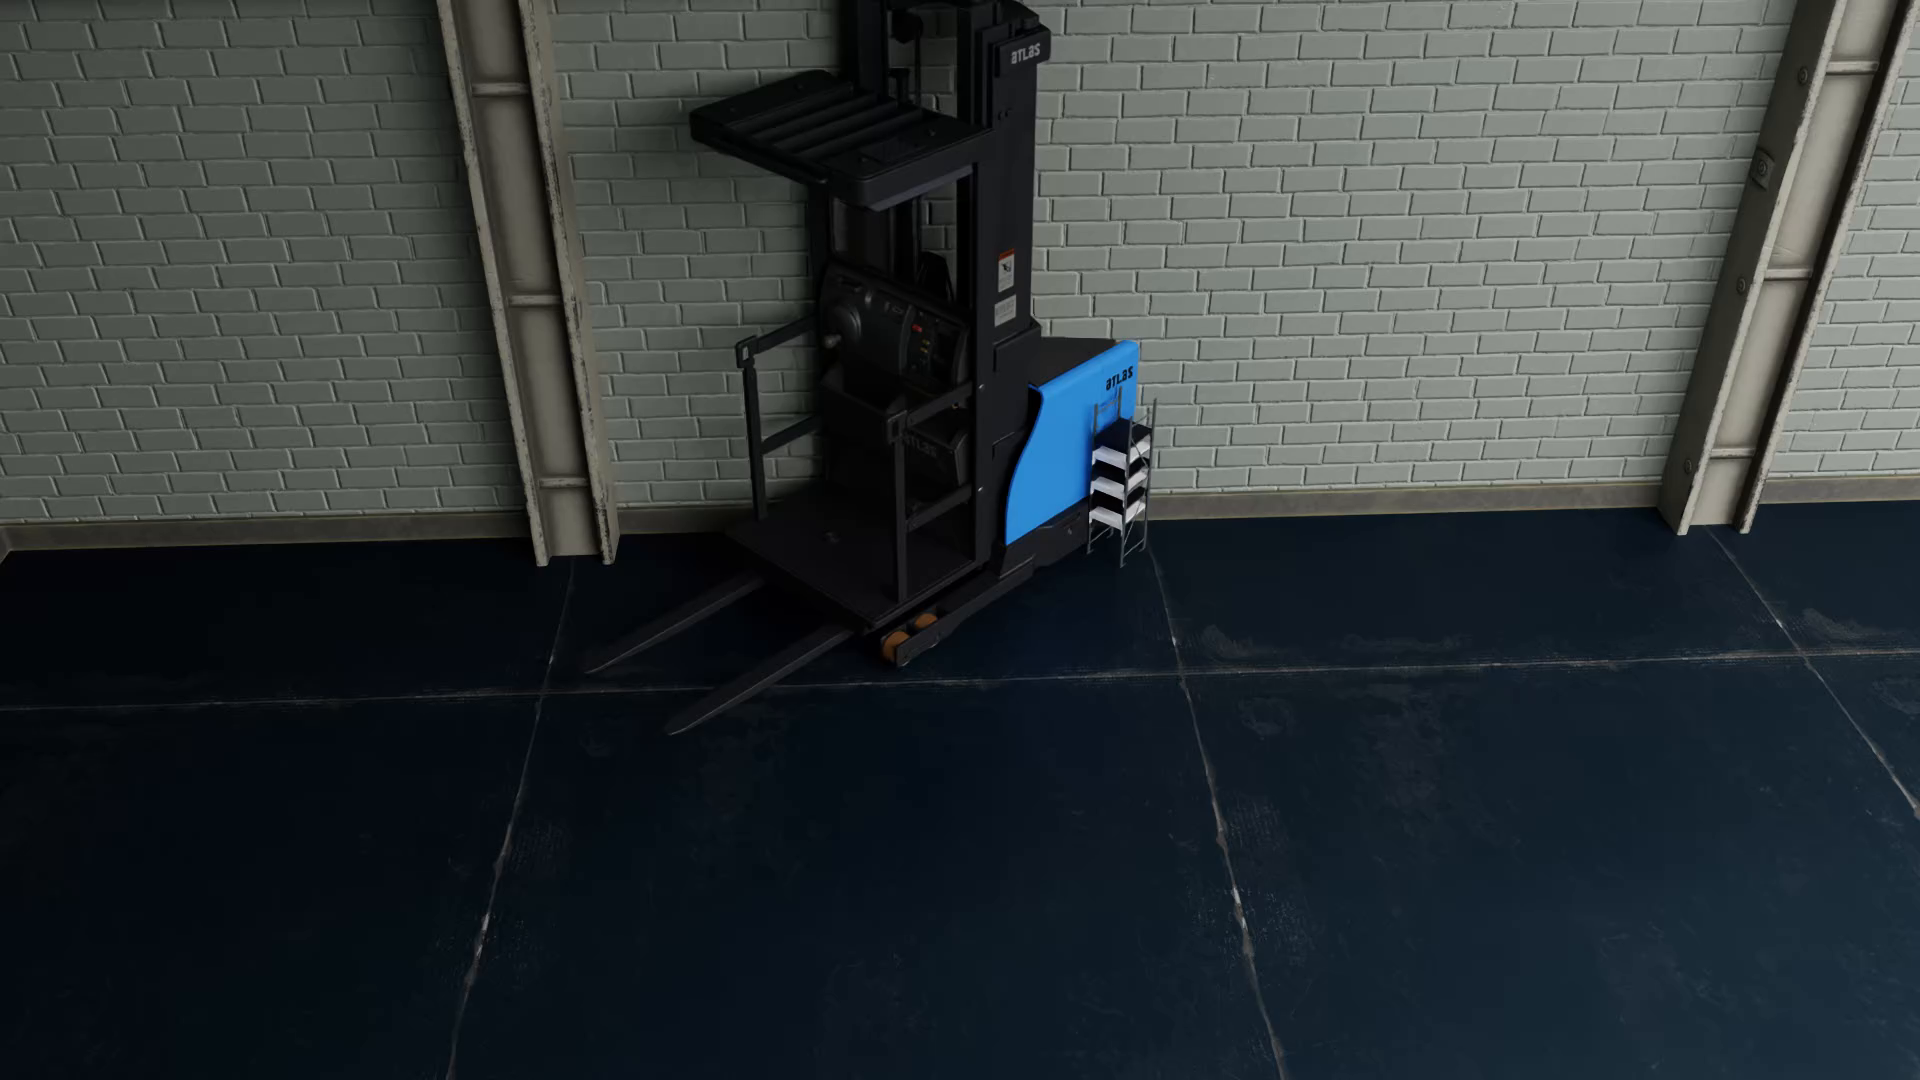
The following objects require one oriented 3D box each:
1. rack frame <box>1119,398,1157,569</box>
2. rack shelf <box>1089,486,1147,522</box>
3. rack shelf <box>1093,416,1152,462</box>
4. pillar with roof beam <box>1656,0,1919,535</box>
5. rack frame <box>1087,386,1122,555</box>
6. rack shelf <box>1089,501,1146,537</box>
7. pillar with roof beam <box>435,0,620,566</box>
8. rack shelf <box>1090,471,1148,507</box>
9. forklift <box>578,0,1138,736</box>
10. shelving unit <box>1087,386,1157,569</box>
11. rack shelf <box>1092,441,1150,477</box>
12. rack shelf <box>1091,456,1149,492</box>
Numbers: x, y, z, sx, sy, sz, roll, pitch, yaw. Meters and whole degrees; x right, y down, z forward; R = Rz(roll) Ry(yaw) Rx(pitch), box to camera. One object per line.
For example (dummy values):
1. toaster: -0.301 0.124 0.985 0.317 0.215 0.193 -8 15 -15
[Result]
1. rack frame: 0.898 -0.277 8.396 0.006 0.900 0.240 24 41 30
2. rack shelf: 0.817 -0.211 8.518 0.200 0.077 0.258 24 41 30
3. rack shelf: 0.817 -0.507 8.313 0.200 0.077 0.258 24 41 30
4. pillar with roof beam: 4.197 -1.373 2.862 0.400 9.000 9.100 -2 35 -2
5. rack frame: 0.737 -0.348 8.498 0.006 0.900 0.240 24 41 30
6. rack shelf: 0.817 -0.137 8.569 0.200 0.077 0.258 24 41 30
7. pillar with roof beam: -1.796 -1.211 2.629 0.400 9.000 9.100 -2 35 -2
8. rack shelf: 0.817 -0.285 8.466 0.200 0.077 0.258 24 41 30
9. forklift: -0.453 -0.934 7.560 1.130 2.935 3.031 28 44 35
10. shelving unit: 0.817 -0.313 8.447 0.210 0.900 0.258 24 41 30
11. rack shelf: 0.817 -0.433 8.364 0.200 0.077 0.258 24 41 30
12. rack shelf: 0.817 -0.359 8.415 0.200 0.077 0.258 24 41 30
